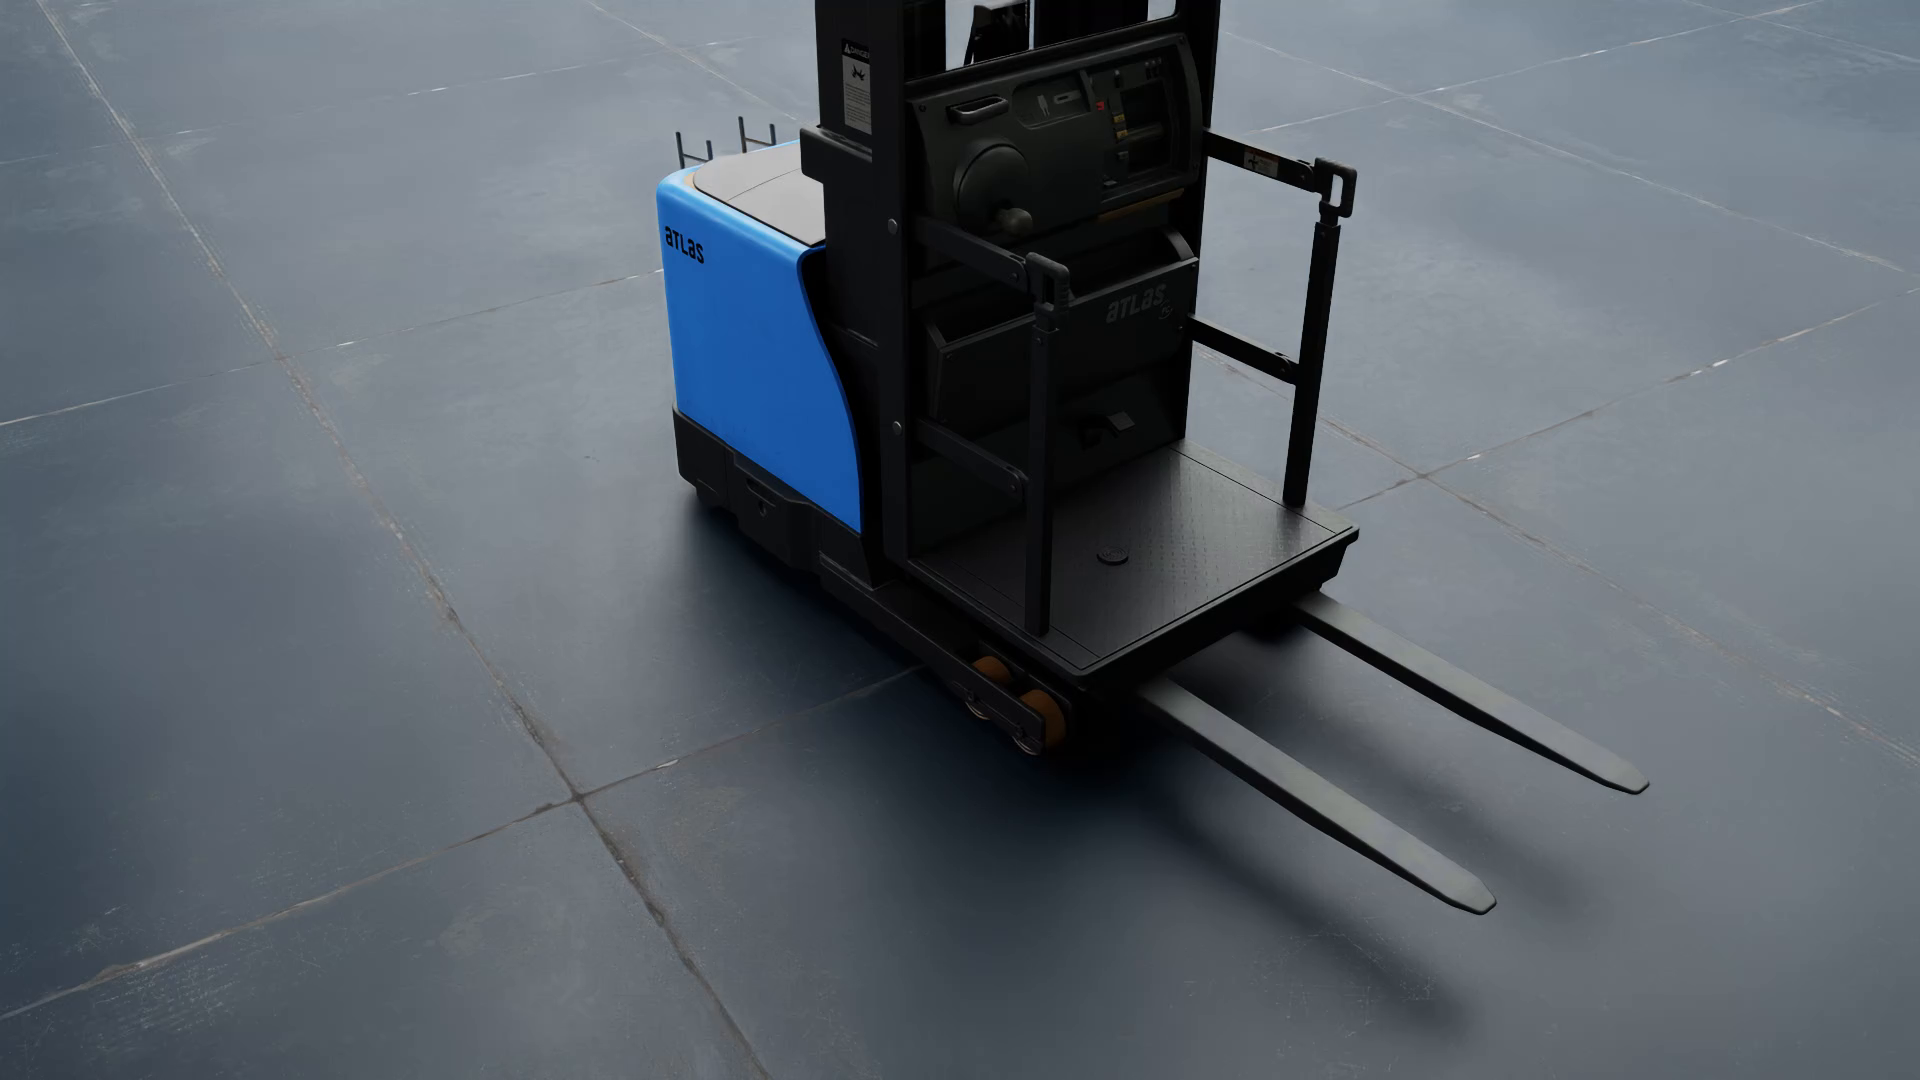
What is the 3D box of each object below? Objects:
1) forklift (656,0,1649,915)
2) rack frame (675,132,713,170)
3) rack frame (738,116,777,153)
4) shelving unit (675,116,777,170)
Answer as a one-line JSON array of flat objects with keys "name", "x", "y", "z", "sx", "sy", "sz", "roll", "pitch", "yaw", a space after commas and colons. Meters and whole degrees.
[{"name": "forklift", "x": 0.402, "y": -0.983, "z": 4.060, "sx": 1.130, "sy": 2.935, "sz": 3.031, "roll": -24, "pitch": 39, "yaw": -33}, {"name": "rack frame", "x": -0.818, "y": -0.827, "z": 5.558, "sx": 0.008, "sy": 1.050, "sz": 0.200, "roll": -25, "pitch": 34, "yaw": -34}, {"name": "rack frame", "x": -0.633, "y": -0.911, "z": 5.693, "sx": 0.008, "sy": 1.050, "sz": 0.200, "roll": -25, "pitch": 34, "yaw": -34}, {"name": "shelving unit", "x": -0.725, "y": -0.869, "z": 5.625, "sx": 0.252, "sy": 1.050, "sz": 0.215, "roll": -25, "pitch": 34, "yaw": -34}]
